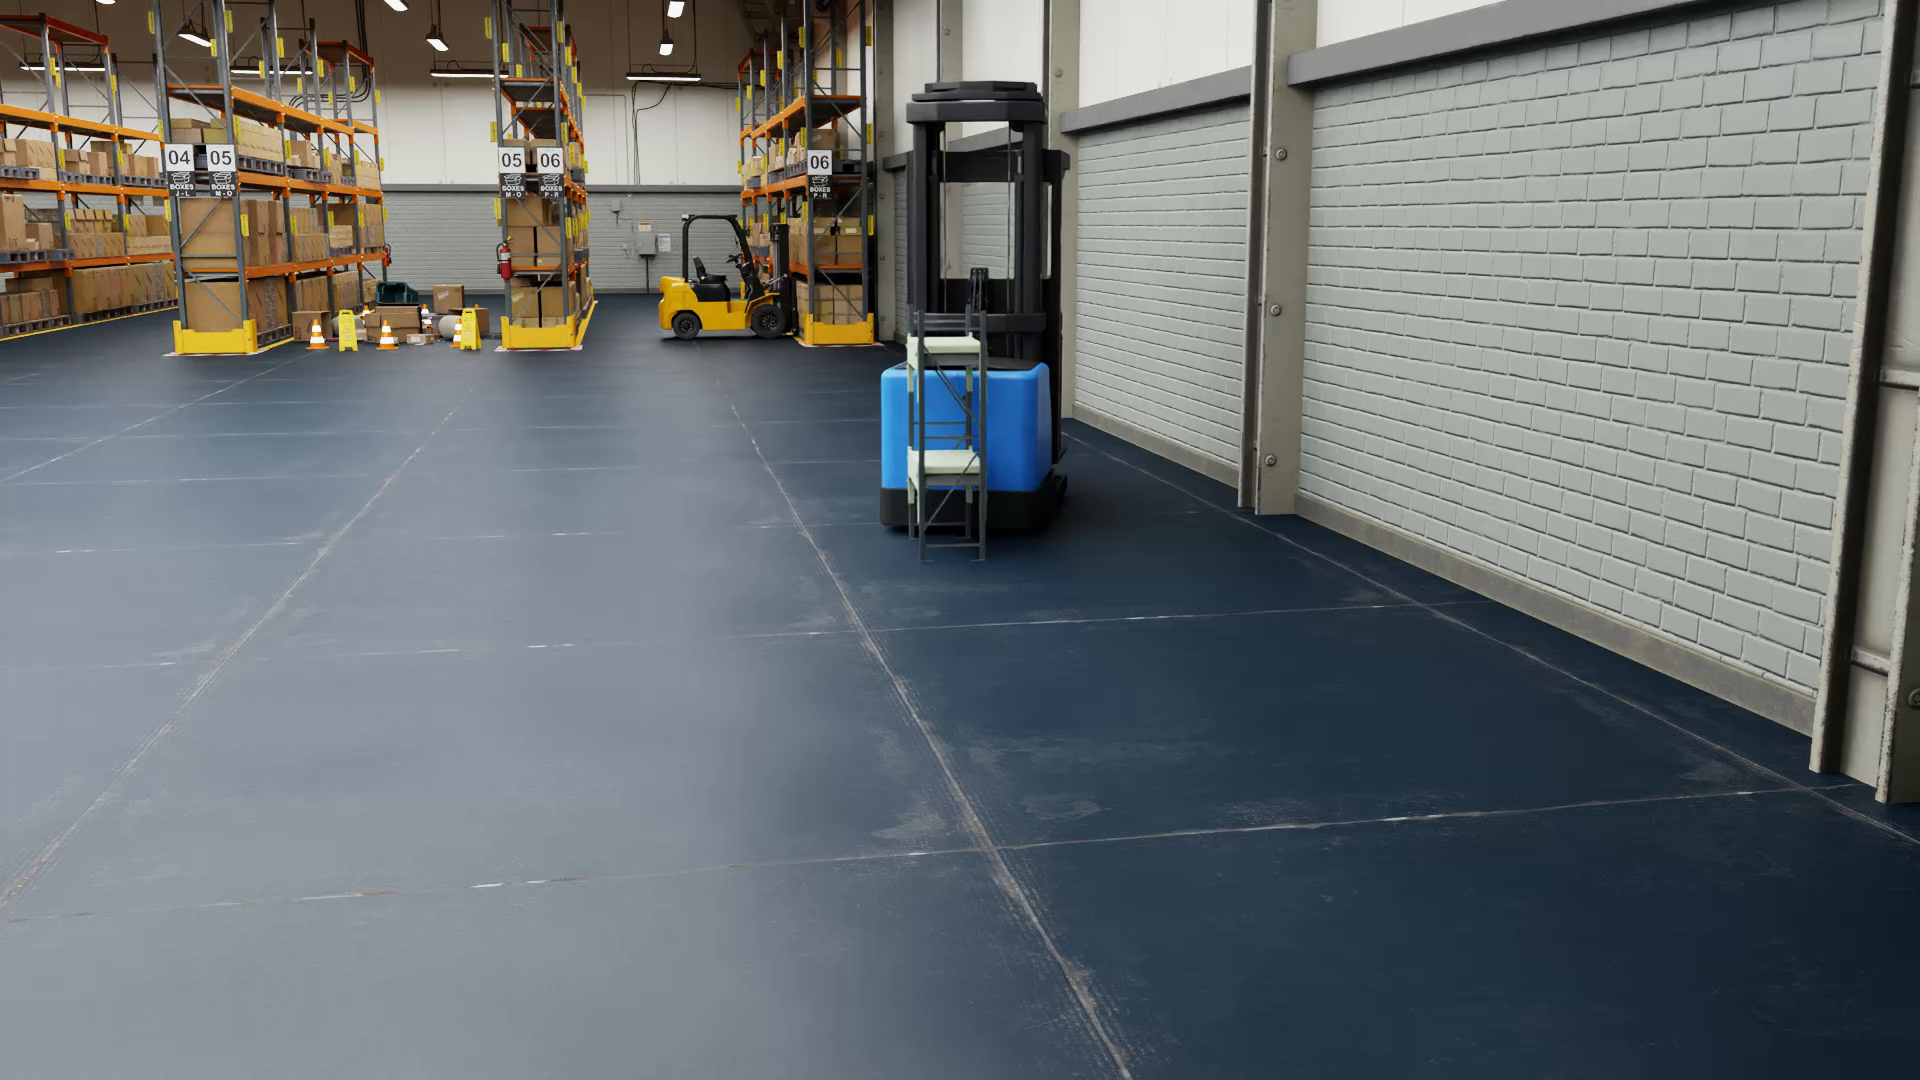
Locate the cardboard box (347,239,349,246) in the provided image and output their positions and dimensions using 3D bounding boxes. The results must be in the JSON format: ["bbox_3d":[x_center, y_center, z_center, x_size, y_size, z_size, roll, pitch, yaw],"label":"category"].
[{"bbox_3d":[-13.727,-6.576,36.772,0.380,0.149,0.250,-2,11,-11],"label":"cardboard box"}]

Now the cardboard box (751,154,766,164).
[{"bbox_3d":[-4.676,-8.919,38.890,0.396,0.266,0.258,-2,11,-12],"label":"cardboard box"}]

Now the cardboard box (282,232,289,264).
[{"bbox_3d":[-12.457,-5.191,29.548,0.875,0.550,0.550,-2,11,-11],"label":"cardboard box"}]

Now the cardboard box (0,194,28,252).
[{"bbox_3d":[-17.442,-5.675,29.762,1.000,1.000,1.000,-2,11,-11],"label":"cardboard box"}]

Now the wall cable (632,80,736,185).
[{"bbox_3d":[-7.943,-11.704,48.021,2.988,3.039,0.133,-2,11,-11],"label":"wall cable"}]

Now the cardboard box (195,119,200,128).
[{"bbox_3d":[-12.208,-6.544,26.181,0.380,0.149,0.250,-2,11,-11],"label":"cardboard box"}]

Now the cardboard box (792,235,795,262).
[{"bbox_3d":[-2.789,-5.335,30.437,0.500,0.500,0.500,-2,11,-12],"label":"cardboard box"}]

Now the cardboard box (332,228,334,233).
[{"bbox_3d":[-13.367,-6.528,34.931,0.380,0.149,0.250,-3,11,-13],"label":"cardboard box"}]

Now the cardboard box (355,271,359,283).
[{"bbox_3d":[-13.703,-5.871,37.079,0.500,0.250,0.500,-2,11,-13],"label":"cardboard box"}]

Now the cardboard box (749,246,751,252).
[{"bbox_3d":[-5.102,-7.286,41.627,0.380,0.149,0.250,-2,11,-10],"label":"cardboard box"}]

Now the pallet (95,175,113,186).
[{"bbox_3d":[-18.754,-7.703,35.637,0.805,0.209,1.217,-3,11,-13],"label":"pallet"}]

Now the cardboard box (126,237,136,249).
[{"bbox_3d":[-18.816,-6.658,37.262,0.500,0.250,0.500,-2,11,-12],"label":"cardboard box"}]

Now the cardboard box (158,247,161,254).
[{"bbox_3d":[-19.167,-6.860,39.387,0.380,0.149,0.250,-2,11,-12],"label":"cardboard box"}]

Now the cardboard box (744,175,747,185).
[{"bbox_3d":[-5.146,-9.033,41.718,0.500,0.250,0.500,-2,11,-13],"label":"cardboard box"}]

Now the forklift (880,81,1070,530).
[{"bbox_3d":[0.204,-1.735,11.975,1.130,2.935,3.031,2,11,8],"label":"forklift"}]

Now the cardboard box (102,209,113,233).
[{"bbox_3d":[-18.849,-6.915,36.056,0.797,0.503,0.637,-2,11,-12],"label":"cardboard box"}]

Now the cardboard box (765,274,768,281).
[{"bbox_3d":[-4.268,-6.016,38.110,0.380,0.149,0.250,-2,11,-9],"label":"cardboard box"}]

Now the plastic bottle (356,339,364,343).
[{"bbox_3d":[-10.293,-3.412,28.458,0.133,0.061,0.283,-6,13,-31],"label":"plastic bottle"}]

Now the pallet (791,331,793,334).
[{"bbox_3d":[-2.723,-4.047,31.396,1.003,0.211,1.213,-2,11,-11],"label":"pallet"}]

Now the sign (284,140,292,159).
[{"bbox_3d":[-11.996,-6.972,29.686,0.100,0.325,0.005,-2,11,-11],"label":"sign"}]

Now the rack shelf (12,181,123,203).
[{"bbox_3d":[-18.592,-7.244,34.633,1.077,0.370,4.000,-2,11,-11],"label":"rack shelf"}]

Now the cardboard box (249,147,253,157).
[{"bbox_3d":[-11.663,-6.270,26.878,0.380,0.149,0.250,-2,11,-11],"label":"cardboard box"}]

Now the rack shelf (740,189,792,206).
[{"bbox_3d":[-4.781,-8.519,41.333,1.077,0.370,4.000,-2,11,-11],"label":"rack shelf"}]

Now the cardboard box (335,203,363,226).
[{"bbox_3d":[-13.945,-7.430,37.974,0.500,0.500,0.500,-2,11,-10],"label":"cardboard box"}]

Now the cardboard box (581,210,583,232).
[{"bbox_3d":[-8.819,-7.223,37.684,0.500,0.500,0.500,-2,11,-10],"label":"cardboard box"}]

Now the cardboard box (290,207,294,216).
[{"bbox_3d":[-12.745,-5.910,30.785,0.700,0.500,0.500,-2,11,-12],"label":"cardboard box"}]

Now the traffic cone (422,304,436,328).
[{"bbox_3d":[-10.356,-4.330,32.211,0.336,0.463,0.334,-2,11,-11],"label":"traffic cone"}]

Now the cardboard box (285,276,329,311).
[{"bbox_3d":[-13.288,-4.905,33.336,1.050,0.750,0.750,-2,11,-12],"label":"cardboard box"}]

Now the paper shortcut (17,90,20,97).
[{"bbox_3d":[-18.975,-8.995,33.517,0.009,0.170,0.078,9,-22,-13],"label":"paper shortcut"}]

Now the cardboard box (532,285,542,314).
[{"bbox_3d":[-7.443,-4.107,28.476,0.500,0.500,0.500,-2,11,-9],"label":"cardboard box"}]

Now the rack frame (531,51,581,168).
[{"bbox_3d":[-9.260,-9.798,38.106,1.000,3.000,0.127,-2,11,-11],"label":"rack frame"}]

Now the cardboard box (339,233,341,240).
[{"bbox_3d":[-13.523,-6.529,35.730,0.380,0.149,0.250,-2,11,-9],"label":"cardboard box"}]

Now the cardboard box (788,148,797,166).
[{"bbox_3d":[-2.913,-7.088,30.741,0.500,0.311,0.500,-2,11,-10],"label":"cardboard box"}]

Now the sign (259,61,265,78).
[{"bbox_3d":[-13.849,-9.342,33.000,0.100,0.325,0.005,-2,11,-11],"label":"sign"}]

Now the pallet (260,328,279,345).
[{"bbox_3d":[-12.228,-3.448,28.250,1.003,0.211,1.213,-2,11,-11],"label":"pallet"}]

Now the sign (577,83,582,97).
[{"bbox_3d":[-8.730,-10.317,38.126,0.100,0.325,0.005,-2,11,-11],"label":"sign"}]

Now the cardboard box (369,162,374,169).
[{"bbox_3d":[-14.361,-9.036,40.126,0.380,0.149,0.250,-2,11,-10],"label":"cardboard box"}]

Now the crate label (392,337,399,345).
[{"bbox_3d":[-9.512,-3.315,27.745,0.250,0.136,0.298,-9,14,-40],"label":"crate label"}]

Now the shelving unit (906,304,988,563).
[{"bbox_3d":[-0.087,-0.670,10.208,0.431,1.500,0.755,-1,11,-6],"label":"shelving unit"}]

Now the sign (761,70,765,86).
[{"bbox_3d":[-4.144,-9.722,34.996,0.100,0.325,0.005,-2,11,-11],"label":"sign"}]

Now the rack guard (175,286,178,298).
[{"bbox_3d":[-19.764,-6.000,40.885,1.175,0.500,0.348,-2,11,-11],"label":"rack guard"}]

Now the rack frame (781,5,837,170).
[{"bbox_3d":[-2.836,-8.512,31.349,1.000,3.000,0.127,-2,11,-11],"label":"rack frame"}]

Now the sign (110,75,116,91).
[{"bbox_3d":[-18.451,-9.957,36.233,0.100,0.325,0.005,-2,11,-11],"label":"sign"}]

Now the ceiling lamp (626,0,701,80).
[{"bbox_3d":[-7.975,-13.987,44.504,2.000,3.185,0.800,-2,11,-11],"label":"ceiling lamp"}]

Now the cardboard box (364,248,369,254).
[{"bbox_3d":[-14.089,-6.783,38.983,0.380,0.149,0.250,-2,11,-10],"label":"cardboard box"}]

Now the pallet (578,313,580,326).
[{"bbox_3d":[-8.098,-4.380,33.147,1.003,0.211,1.213,-2,11,-11],"label":"pallet"}]

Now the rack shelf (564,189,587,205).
[{"bbox_3d":[-9.649,-8.338,40.381,1.077,0.370,4.000,-2,11,-11],"label":"rack shelf"}]

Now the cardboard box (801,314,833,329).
[{"bbox_3d":[-2.459,-3.761,28.666,0.500,0.250,0.500,-2,11,-11],"label":"cardboard box"}]

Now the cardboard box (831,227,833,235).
[{"bbox_3d":[-2.023,-5.360,28.833,0.380,0.149,0.250,-2,11,-12],"label":"cardboard box"}]
